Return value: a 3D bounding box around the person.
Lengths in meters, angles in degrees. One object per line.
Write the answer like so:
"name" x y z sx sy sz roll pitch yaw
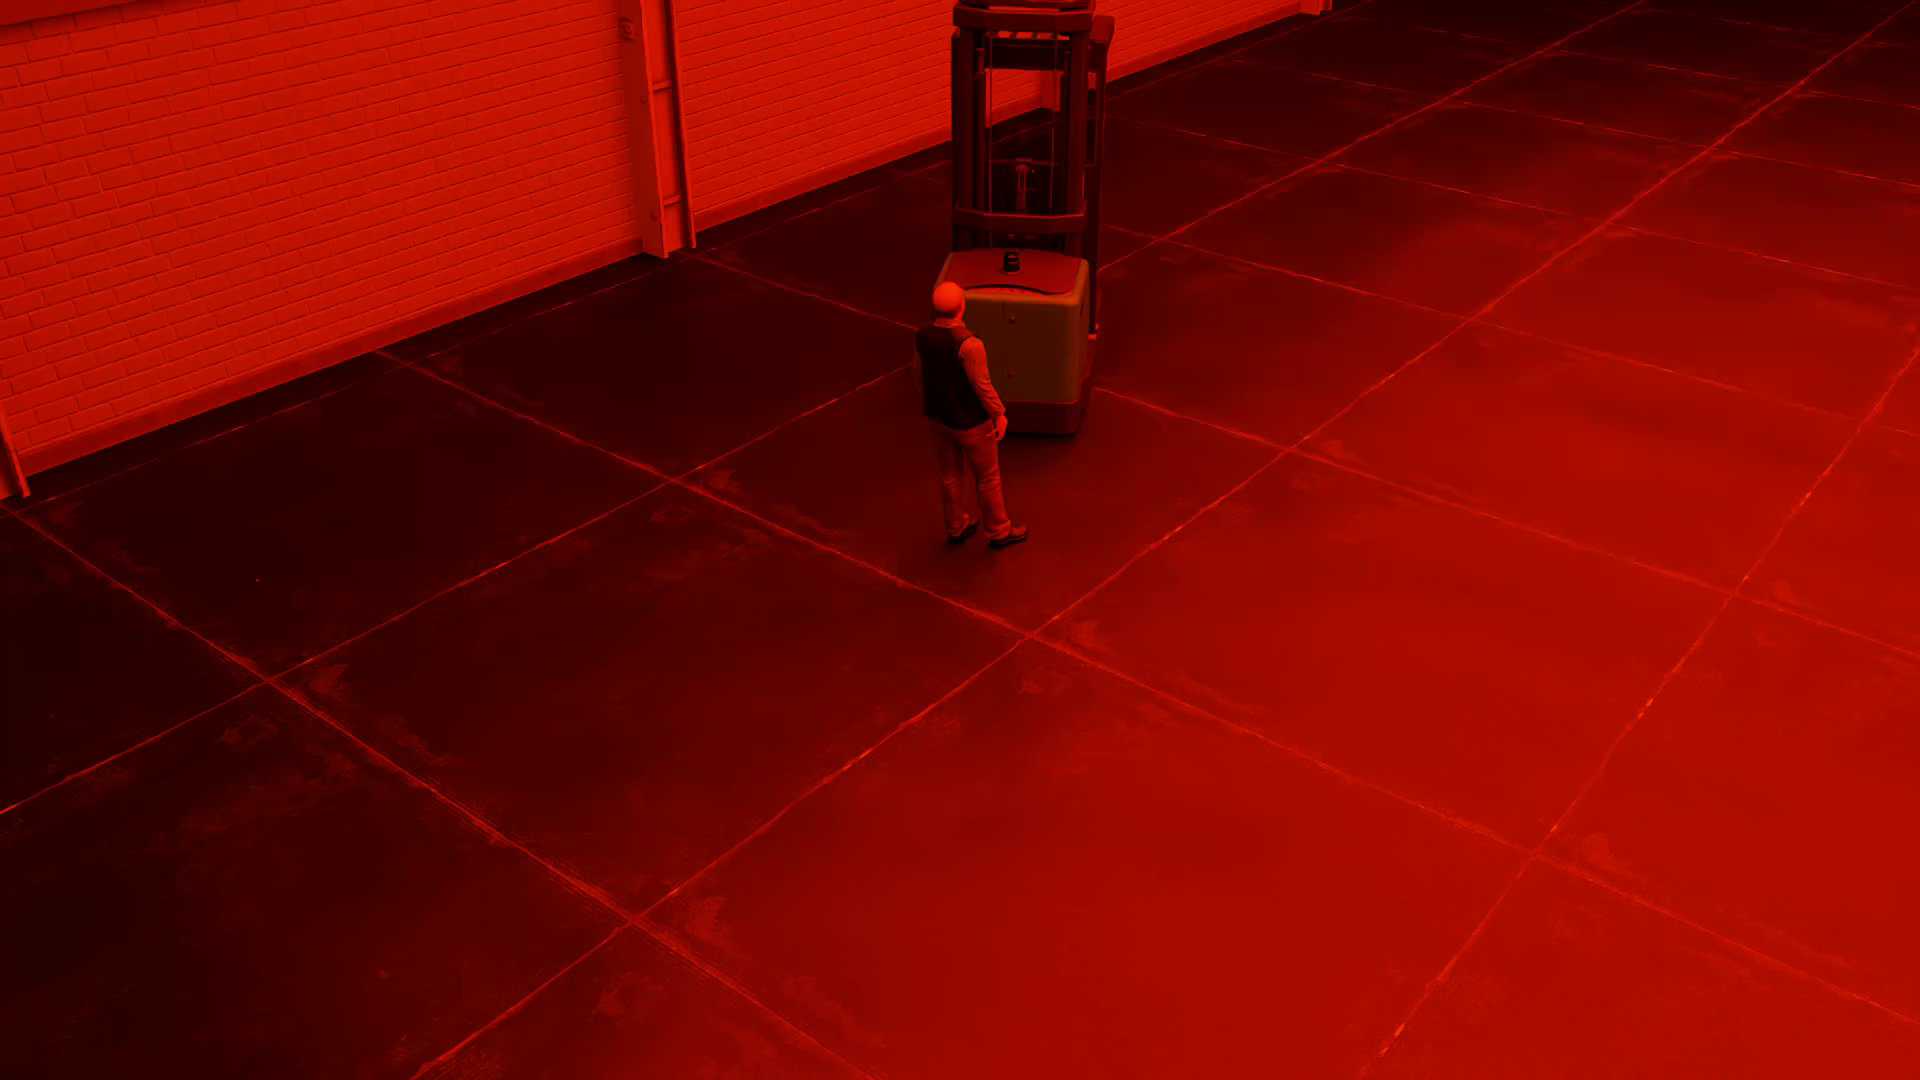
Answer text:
"person" 0.045 -0.771 10.099 0.632 1.720 0.568 22 37 33

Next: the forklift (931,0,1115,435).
"forklift" 0.519 -2.725 12.259 1.130 2.935 3.031 4 31 7
